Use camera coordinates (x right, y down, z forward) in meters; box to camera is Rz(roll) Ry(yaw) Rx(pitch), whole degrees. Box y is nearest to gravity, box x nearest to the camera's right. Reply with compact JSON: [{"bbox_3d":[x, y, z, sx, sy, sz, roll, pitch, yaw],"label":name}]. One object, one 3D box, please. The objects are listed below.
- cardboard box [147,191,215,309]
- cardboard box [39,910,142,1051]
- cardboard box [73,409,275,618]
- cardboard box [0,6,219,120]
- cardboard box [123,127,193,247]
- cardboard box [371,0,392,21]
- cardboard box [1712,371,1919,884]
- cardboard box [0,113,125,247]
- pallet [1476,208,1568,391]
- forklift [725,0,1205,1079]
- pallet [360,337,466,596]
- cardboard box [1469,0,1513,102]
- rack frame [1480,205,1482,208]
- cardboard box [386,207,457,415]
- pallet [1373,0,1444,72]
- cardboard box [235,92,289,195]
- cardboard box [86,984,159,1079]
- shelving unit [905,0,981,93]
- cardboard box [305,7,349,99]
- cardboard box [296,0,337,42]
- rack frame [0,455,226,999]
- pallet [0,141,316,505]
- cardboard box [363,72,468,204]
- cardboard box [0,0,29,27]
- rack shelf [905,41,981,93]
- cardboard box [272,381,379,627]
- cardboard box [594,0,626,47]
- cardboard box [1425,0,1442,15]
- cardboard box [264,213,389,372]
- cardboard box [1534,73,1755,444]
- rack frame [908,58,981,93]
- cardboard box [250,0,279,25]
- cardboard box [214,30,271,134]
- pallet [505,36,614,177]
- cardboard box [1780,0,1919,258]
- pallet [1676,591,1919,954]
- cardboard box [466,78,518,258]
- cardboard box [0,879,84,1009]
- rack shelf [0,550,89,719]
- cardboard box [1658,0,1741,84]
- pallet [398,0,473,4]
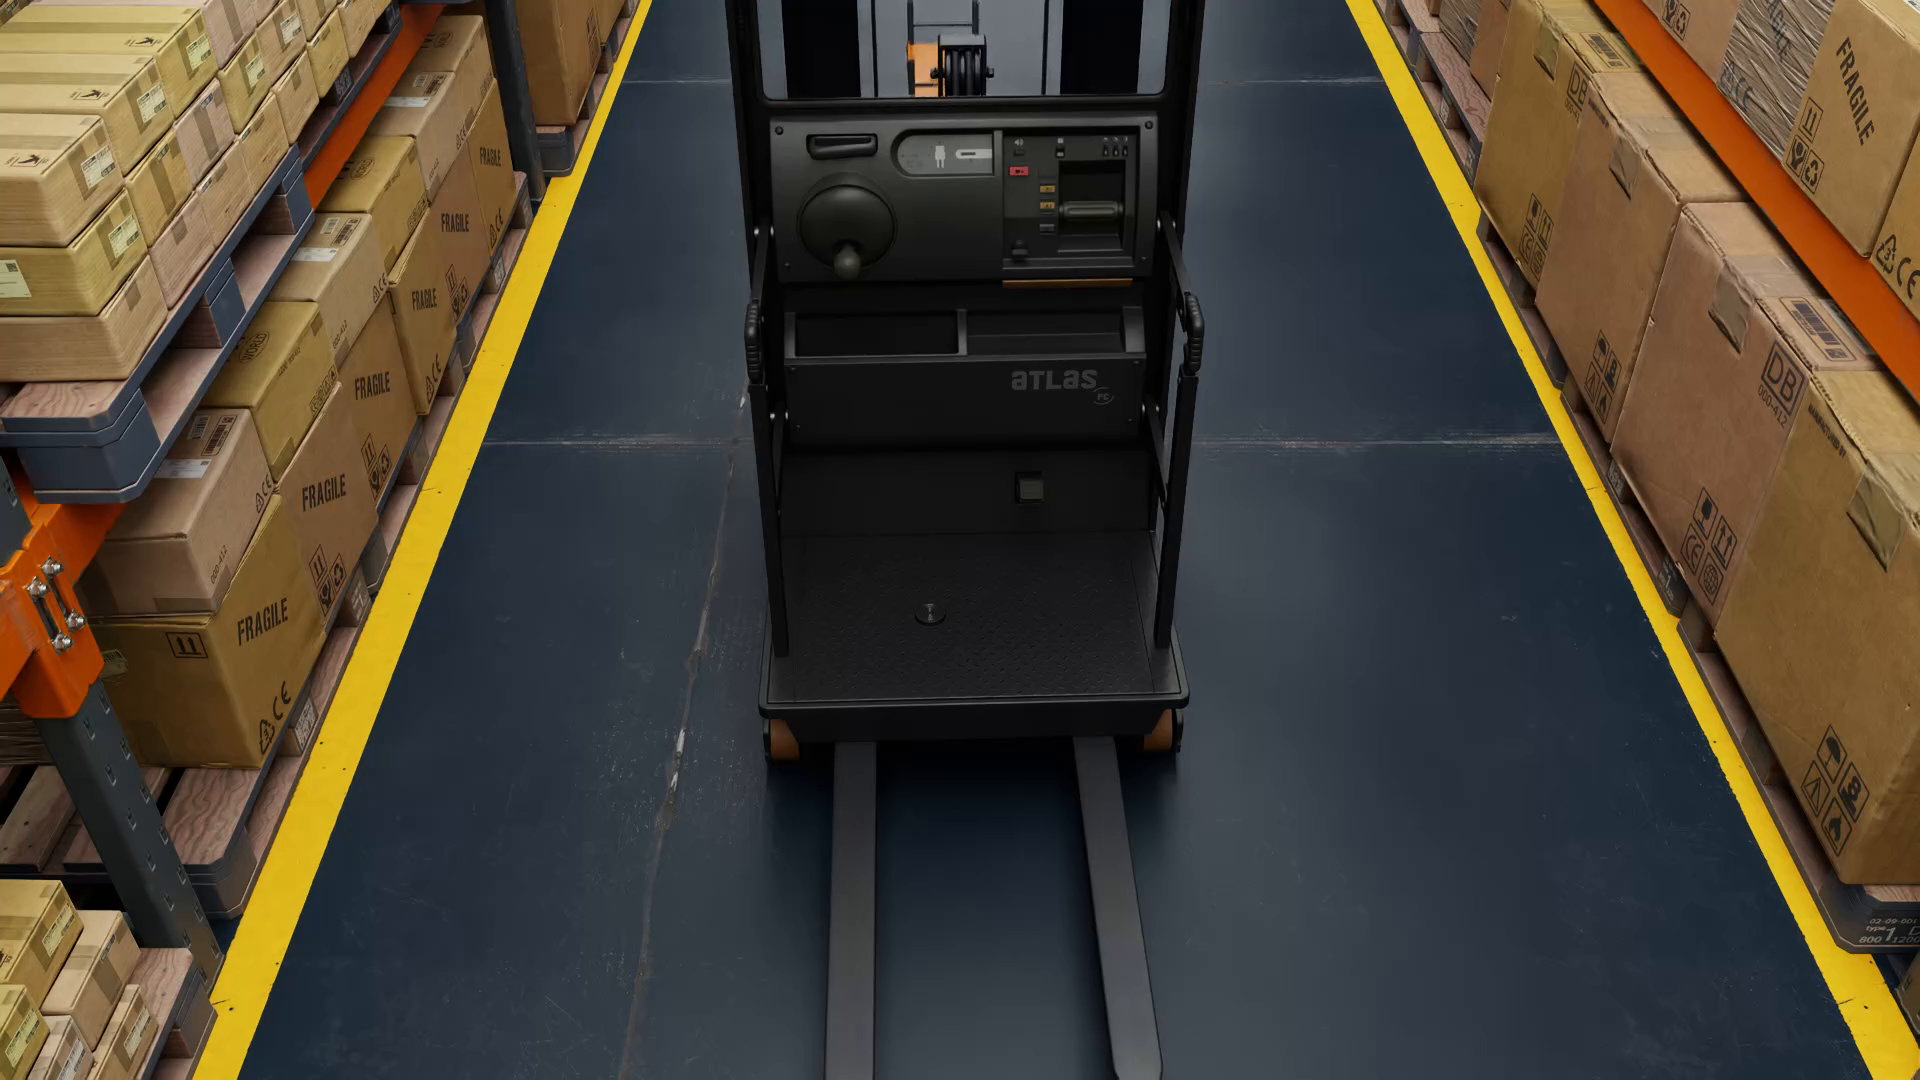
[{"bbox_3d":[-1.809,-0.611,3.478,0.380,0.149,0.250,1,39,1],"label":"cardboard box"},{"bbox_3d":[-1.944,0.905,3.429,0.380,0.149,0.250,1,39,1],"label":"cardboard box"},{"bbox_3d":[-1.999,-0.068,4.000,0.500,0.250,0.500,-2,39,-2],"label":"cardboard box"},{"bbox_3d":[-1.807,-1.004,3.494,0.380,0.149,0.250,0,39,0],"label":"cardboard box"},{"bbox_3d":[-1.805,-0.715,3.371,0.380,0.149,0.250,-1,39,-1],"label":"cardboard box"},{"bbox_3d":[-1.811,-1.582,4.690,0.380,0.149,0.250,1,39,1],"label":"cardboard box"},{"bbox_3d":[2.677,0.200,3.965,1.225,0.875,0.875,0,39,0],"label":"cardboard box"},{"bbox_3d":[-1.803,-0.669,3.076,0.380,0.149,0.250,2,39,2],"label":"cardboard box"},{"bbox_3d":[2.618,-0.985,6.311,1.003,0.211,1.213,0,39,0],"label":"pallet"},{"bbox_3d":[0.021,-0.752,3.845,1.130,2.935,3.031,-1,39,-2],"label":"forklift"},{"bbox_3d":[-2.269,-0.288,5.441,1.003,0.211,1.213,0,39,0],"label":"pallet"},{"bbox_3d":[2.672,-2.182,7.221,0.700,0.500,0.500,-2,39,-2],"label":"cardboard box"},{"bbox_3d":[2.693,-2.566,6.054,1.000,3.000,0.127,0,39,0],"label":"rack frame"},{"bbox_3d":[-1.991,-0.748,5.448,0.500,0.500,0.500,-2,39,-2],"label":"cardboard box"},{"bbox_3d":[2.695,-2.728,8.485,1.003,0.211,1.213,0,39,0],"label":"pallet"},{"bbox_3d":[-1.805,-0.924,3.869,0.380,0.149,0.250,0,39,0],"label":"cardboard box"},{"bbox_3d":[-1.922,1.069,3.461,0.380,0.149,0.250,0,39,1],"label":"cardboard box"},{"bbox_3d":[-0.050,-1.191,5.777,0.258,1.200,0.503,-1,39,-1],"label":"shelving unit"},{"bbox_3d":[-1.810,-1.254,4.281,0.380,0.149,0.250,-1,39,-1],"label":"cardboard box"},{"bbox_3d":[-1.810,-1.374,4.193,0.380,0.149,0.250,-1,39,-1],"label":"cardboard box"},{"bbox_3d":[-2.263,-0.125,3.007,1.000,3.000,0.127,0,39,0],"label":"rack frame"},{"bbox_3d":[-2.118,-0.528,3.663,1.003,0.211,1.213,0,39,0],"label":"pallet"},{"bbox_3d":[-1.993,-1.364,5.617,0.500,0.250,0.500,0,39,1],"label":"cardboard box"},{"bbox_3d":[-2.463,-1.209,3.987,0.380,0.149,0.250,-2,39,-2],"label":"cardboard box"},{"bbox_3d":[-0.050,-1.498,5.531,0.258,0.148,0.480,-1,39,-1],"label":"rack shelf"},{"bbox_3d":[-2.001,-0.106,4.647,0.500,0.500,0.500,2,39,2],"label":"cardboard box"},{"bbox_3d":[-2.182,-2.840,7.858,1.050,0.750,0.750,1,39,1],"label":"cardboard box"},{"bbox_3d":[2.651,-2.883,8.096,0.700,0.500,0.500,3,39,4],"label":"cardboard box"},{"bbox_3d":[-1.999,-0.720,4.813,0.500,0.250,0.500,1,39,2],"label":"cardboard box"},{"bbox_3d":[2.666,-0.912,5.353,1.225,0.875,0.875,0,39,0],"label":"cardboard box"},{"bbox_3d":[-0.043,-1.039,5.586,0.240,1.200,0.015,-1,39,-1],"label":"rack frame"},{"bbox_3d":[-1.806,-1.320,3.888,0.380,0.149,0.250,0,39,0],"label":"cardboard box"},{"bbox_3d":[-1.807,-1.039,3.776,0.380,0.149,0.250,-2,39,-2],"label":"cardboard box"},{"bbox_3d":[-2.193,-2.031,7.616,1.003,0.211,1.213,0,39,0],"label":"pallet"},{"bbox_3d":[2.423,-1.033,4.060,0.500,0.500,0.500,0,39,-1],"label":"cardboard box"},{"bbox_3d":[2.621,0.541,4.407,1.003,0.211,1.213,0,39,0],"label":"pallet"},{"bbox_3d":[-2.005,-1.403,6.265,0.500,0.500,0.500,0,39,0],"label":"cardboard box"},{"bbox_3d":[-2.002,0.814,3.304,0.380,0.149,0.250,1,39,1],"label":"cardboard box"},{"bbox_3d":[-2.260,1.407,1.671,1.077,0.370,4.000,0,39,0],"label":"rack shelf"},{"bbox_3d":[2.428,-1.658,4.841,0.500,0.500,0.500,-1,39,-1],"label":"cardboard box"},{"bbox_3d":[-2.160,-2.106,5.632,1.213,0.211,1.003,0,39,0],"label":"pallet"}]
